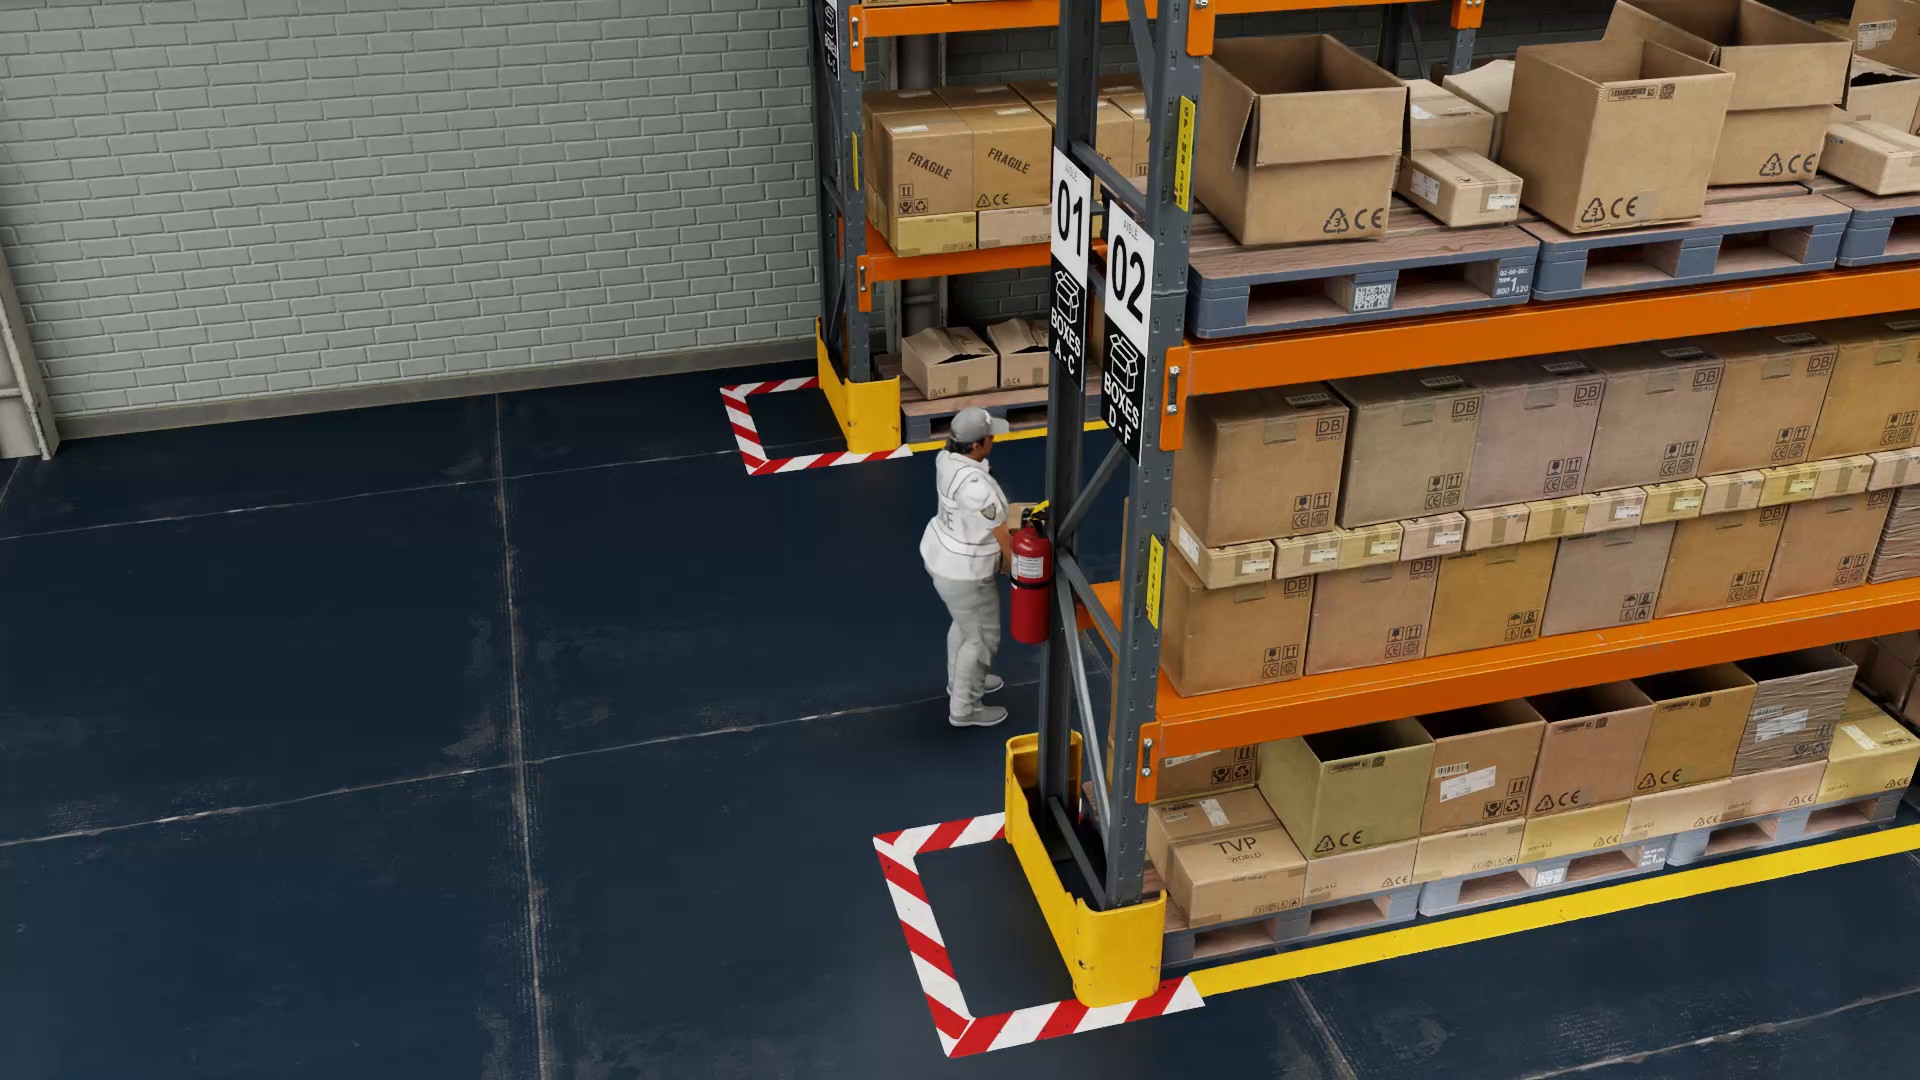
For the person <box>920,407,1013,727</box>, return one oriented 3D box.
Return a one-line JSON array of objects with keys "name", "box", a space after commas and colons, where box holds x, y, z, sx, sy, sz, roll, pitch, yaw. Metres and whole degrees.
[{"name": "person", "box": [0.093, 0.115, 8.047, 0.552, 1.661, 0.452, -8, 31, -14]}]
